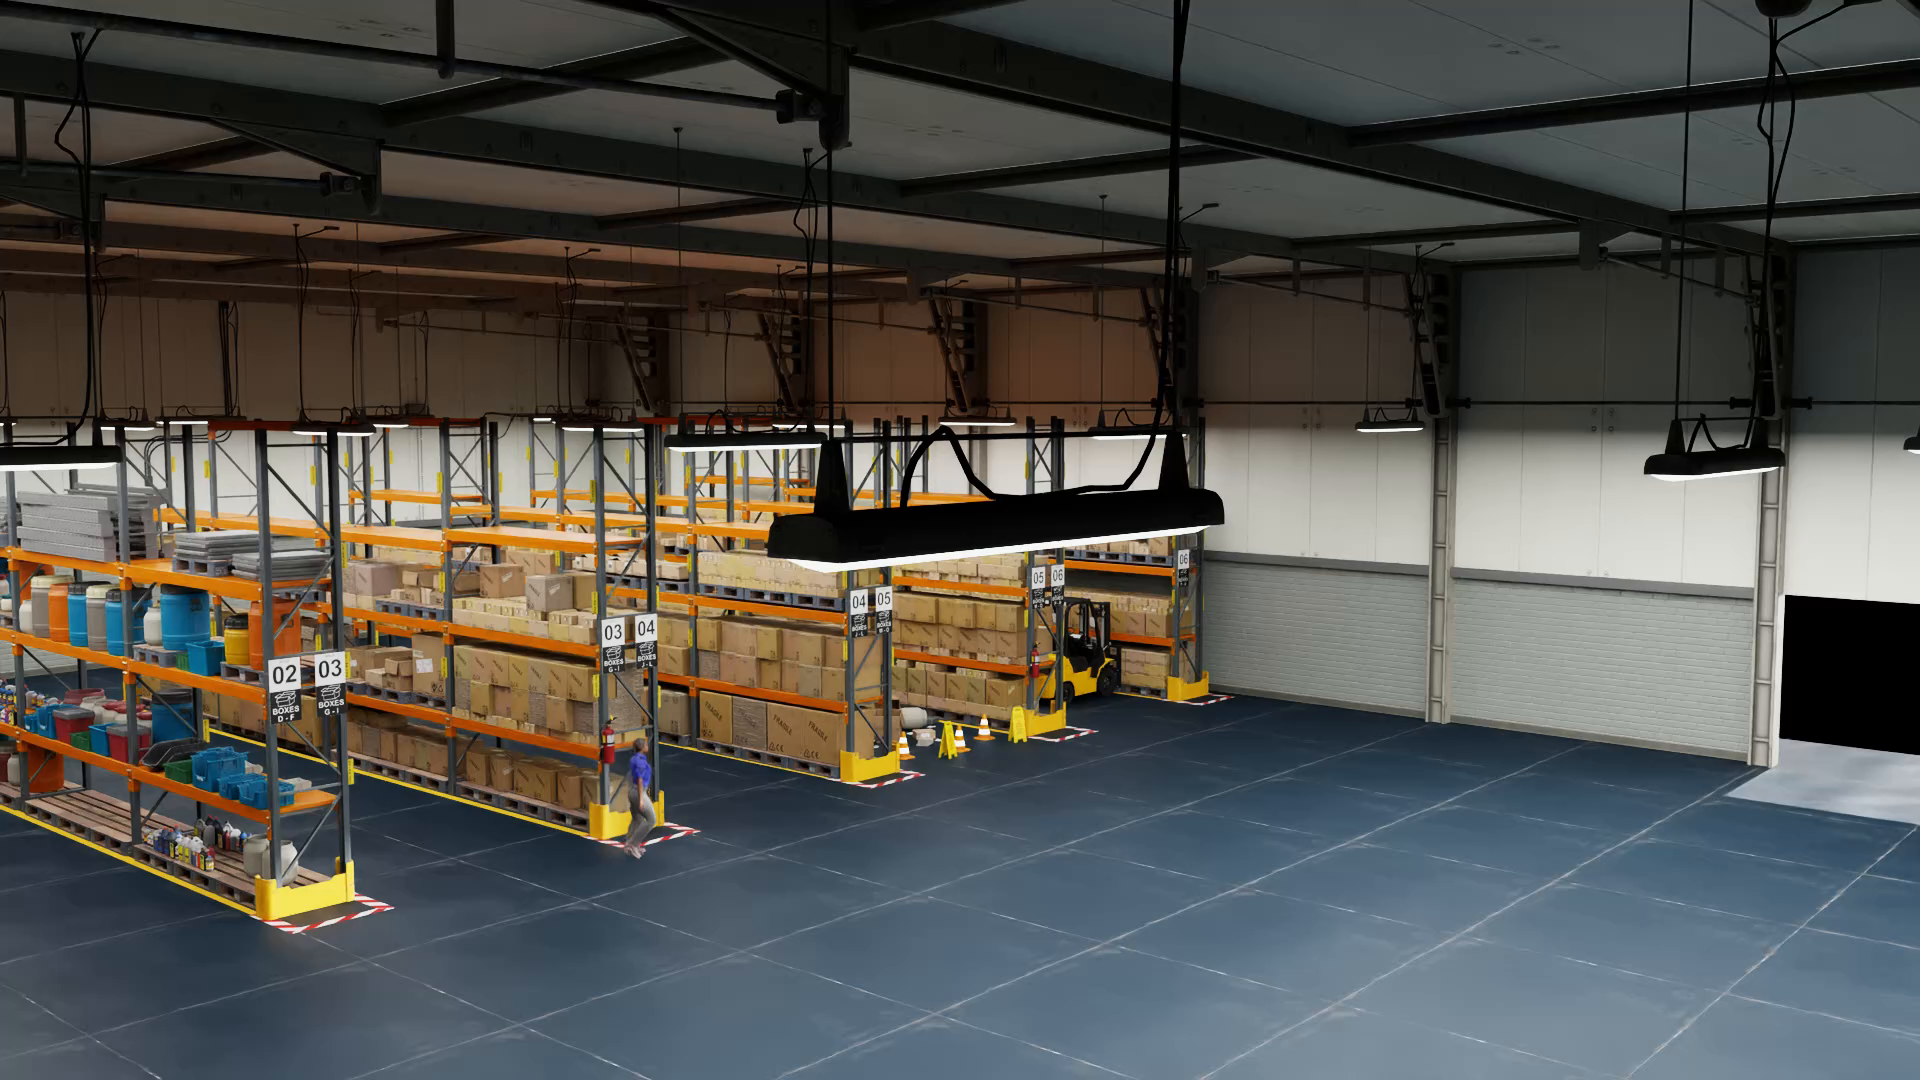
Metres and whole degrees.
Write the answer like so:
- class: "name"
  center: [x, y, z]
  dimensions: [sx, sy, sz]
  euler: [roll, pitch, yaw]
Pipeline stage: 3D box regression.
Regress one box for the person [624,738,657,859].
- class: "person"
  center: [-4.448, 3.577, 23.110]
  dimensions: [0.448, 1.663, 0.507]
  euler: [-1, 5, -12]
